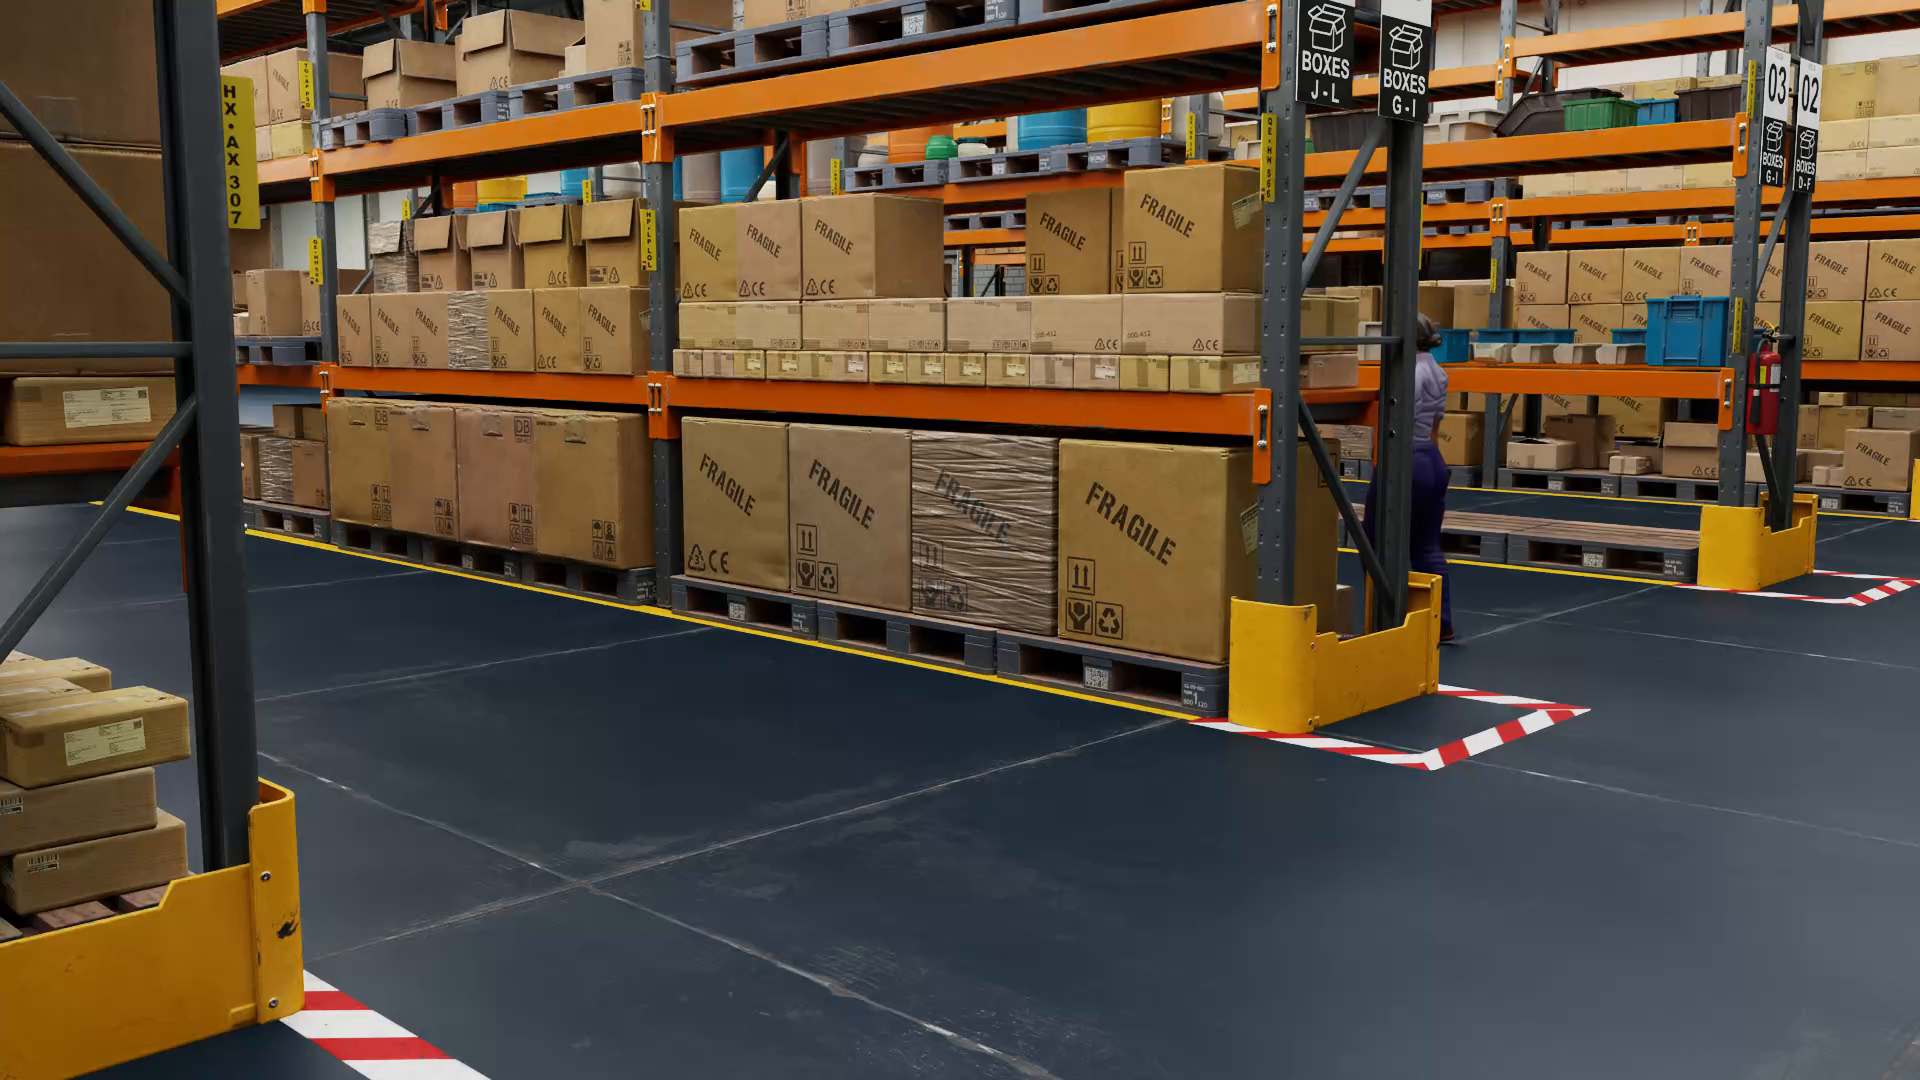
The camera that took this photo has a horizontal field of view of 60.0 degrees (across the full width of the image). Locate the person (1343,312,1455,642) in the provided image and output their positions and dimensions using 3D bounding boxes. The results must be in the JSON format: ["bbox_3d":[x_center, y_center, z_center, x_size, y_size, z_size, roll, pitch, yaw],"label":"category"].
[{"bbox_3d":[2.180,-0.286,8.180,0.460,1.661,0.471,5,9,37],"label":"person"}]
